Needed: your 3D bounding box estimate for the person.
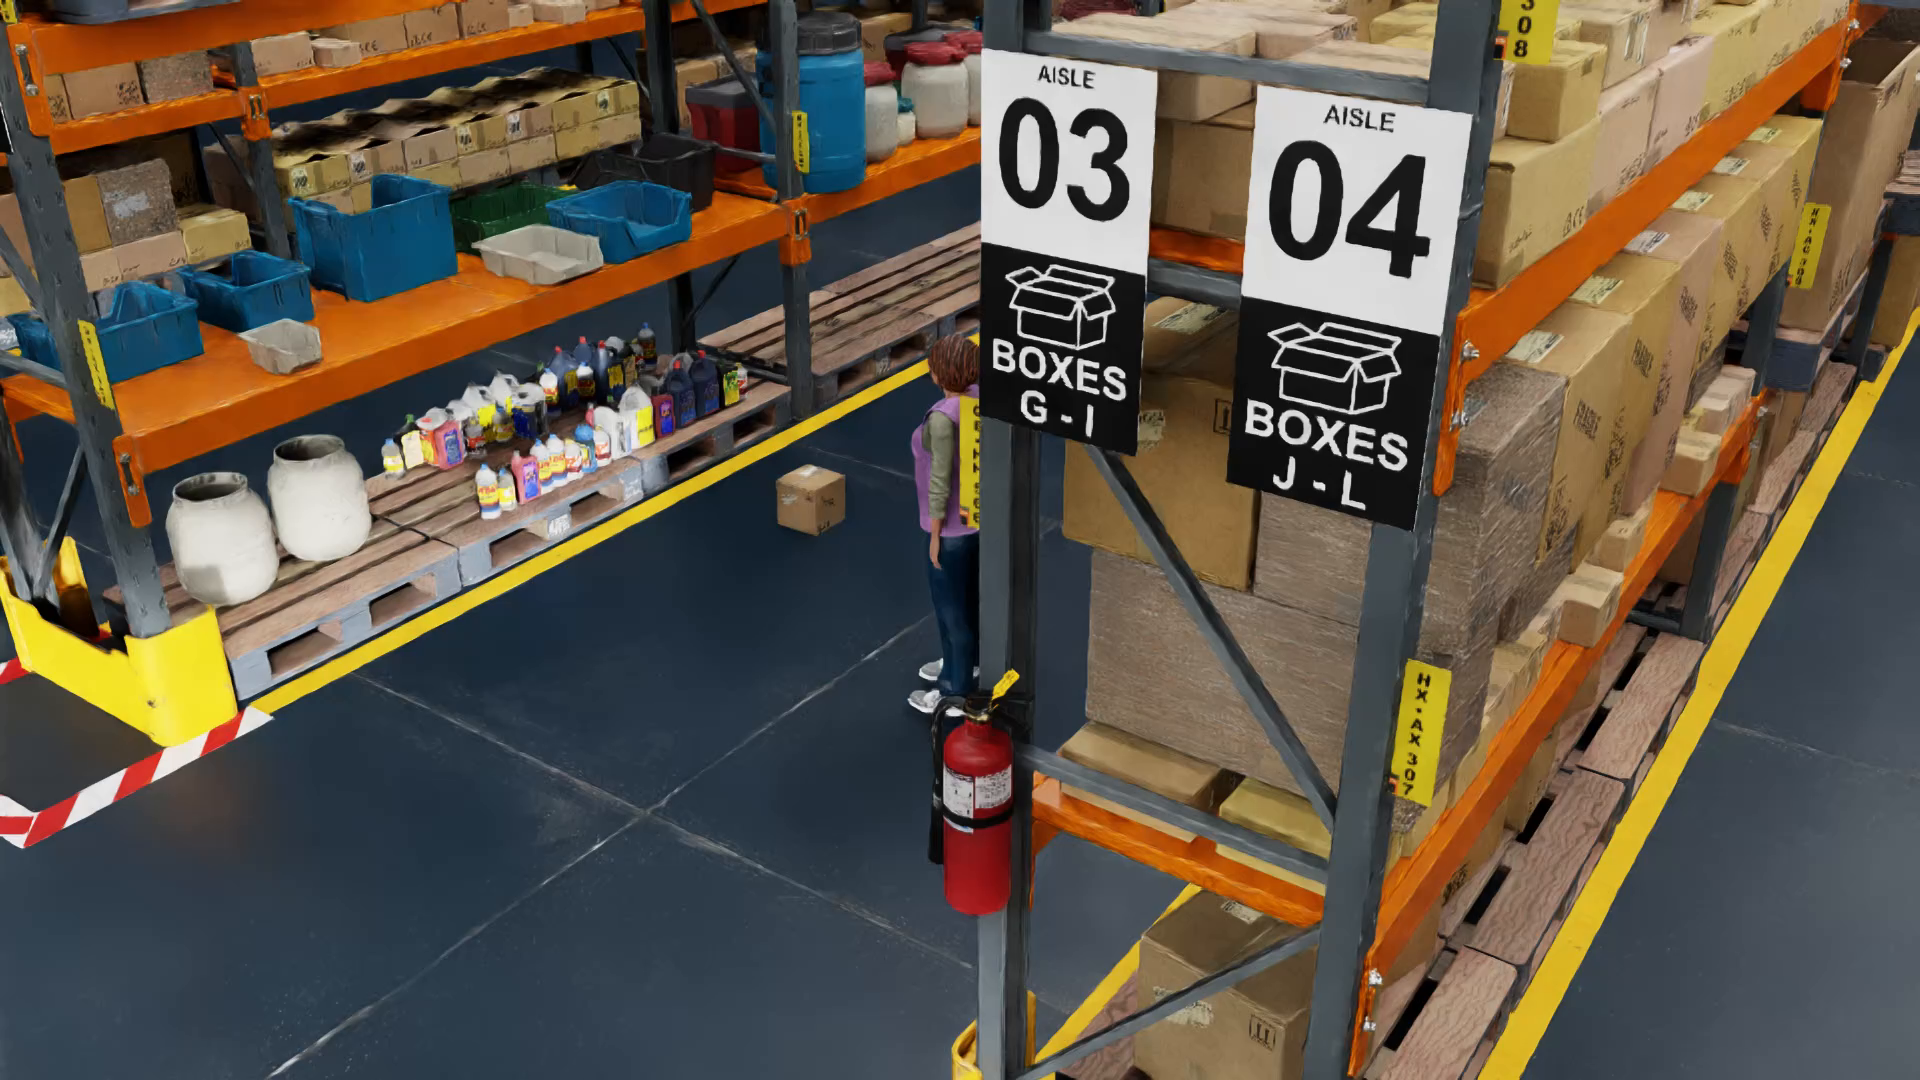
[{"bbox_3d":[-0.038,-0.067,6.726,0.343,1.599,0.427,14,30,24],"label":"person"}]
